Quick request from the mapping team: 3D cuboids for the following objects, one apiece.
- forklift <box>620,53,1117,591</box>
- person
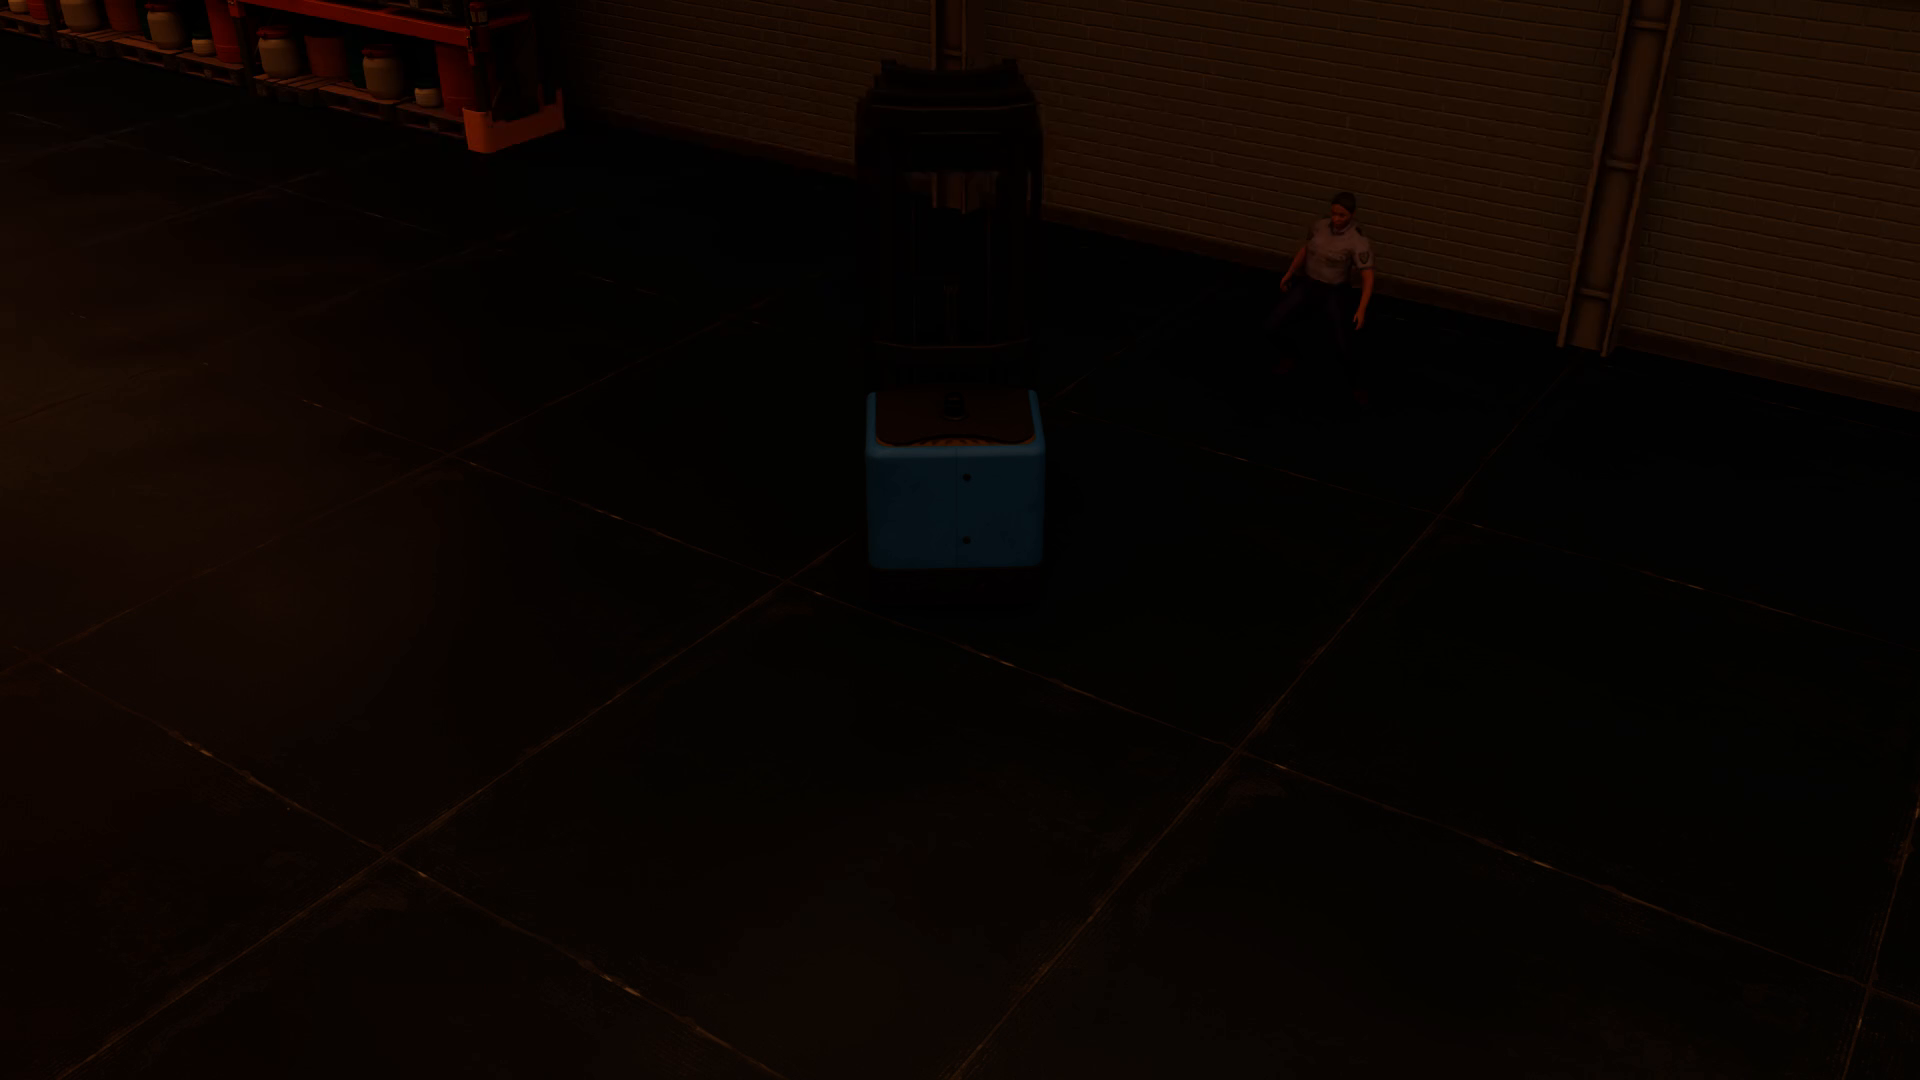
[{"bbox_3d":[-0.596,-1.330,9.871,3.031,2.935,1.130,6,31,10],"label":"forklift"},{"bbox_3d":[2.816,-1.936,12.186,0.482,1.654,0.596,-20,36,-31],"label":"person"}]
